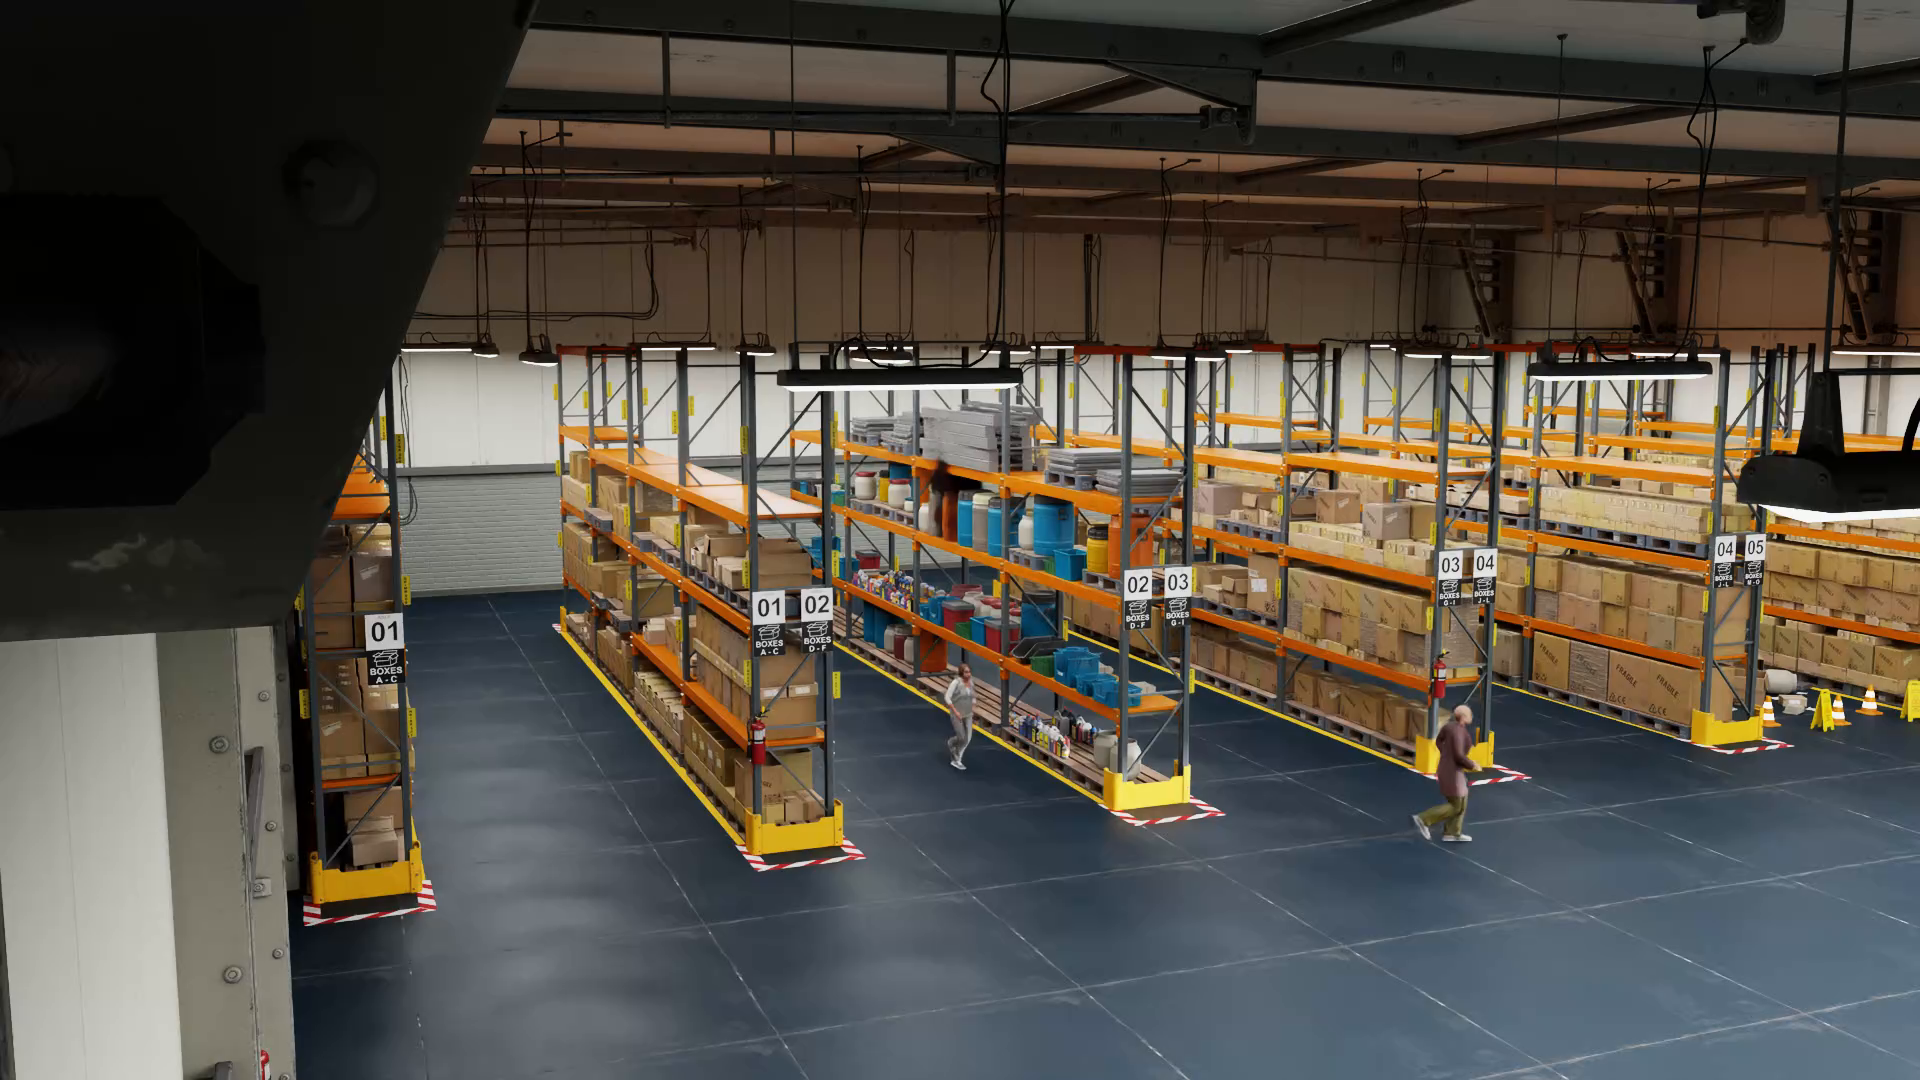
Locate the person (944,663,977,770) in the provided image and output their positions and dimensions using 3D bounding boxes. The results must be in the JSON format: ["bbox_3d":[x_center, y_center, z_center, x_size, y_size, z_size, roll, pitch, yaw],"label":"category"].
[{"bbox_3d":[-0.023,2.530,24.081,0.535,1.555,0.541,-4,8,-31],"label":"person"}]

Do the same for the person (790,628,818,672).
[{"bbox_3d":[-2.570,1.938,28.055,0.590,1.718,0.685,-4,8,-31],"label":"person"}]

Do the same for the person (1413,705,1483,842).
[{"bbox_3d":[6.009,2.888,20.508,0.826,1.729,0.710,0,7,4],"label":"person"}]
